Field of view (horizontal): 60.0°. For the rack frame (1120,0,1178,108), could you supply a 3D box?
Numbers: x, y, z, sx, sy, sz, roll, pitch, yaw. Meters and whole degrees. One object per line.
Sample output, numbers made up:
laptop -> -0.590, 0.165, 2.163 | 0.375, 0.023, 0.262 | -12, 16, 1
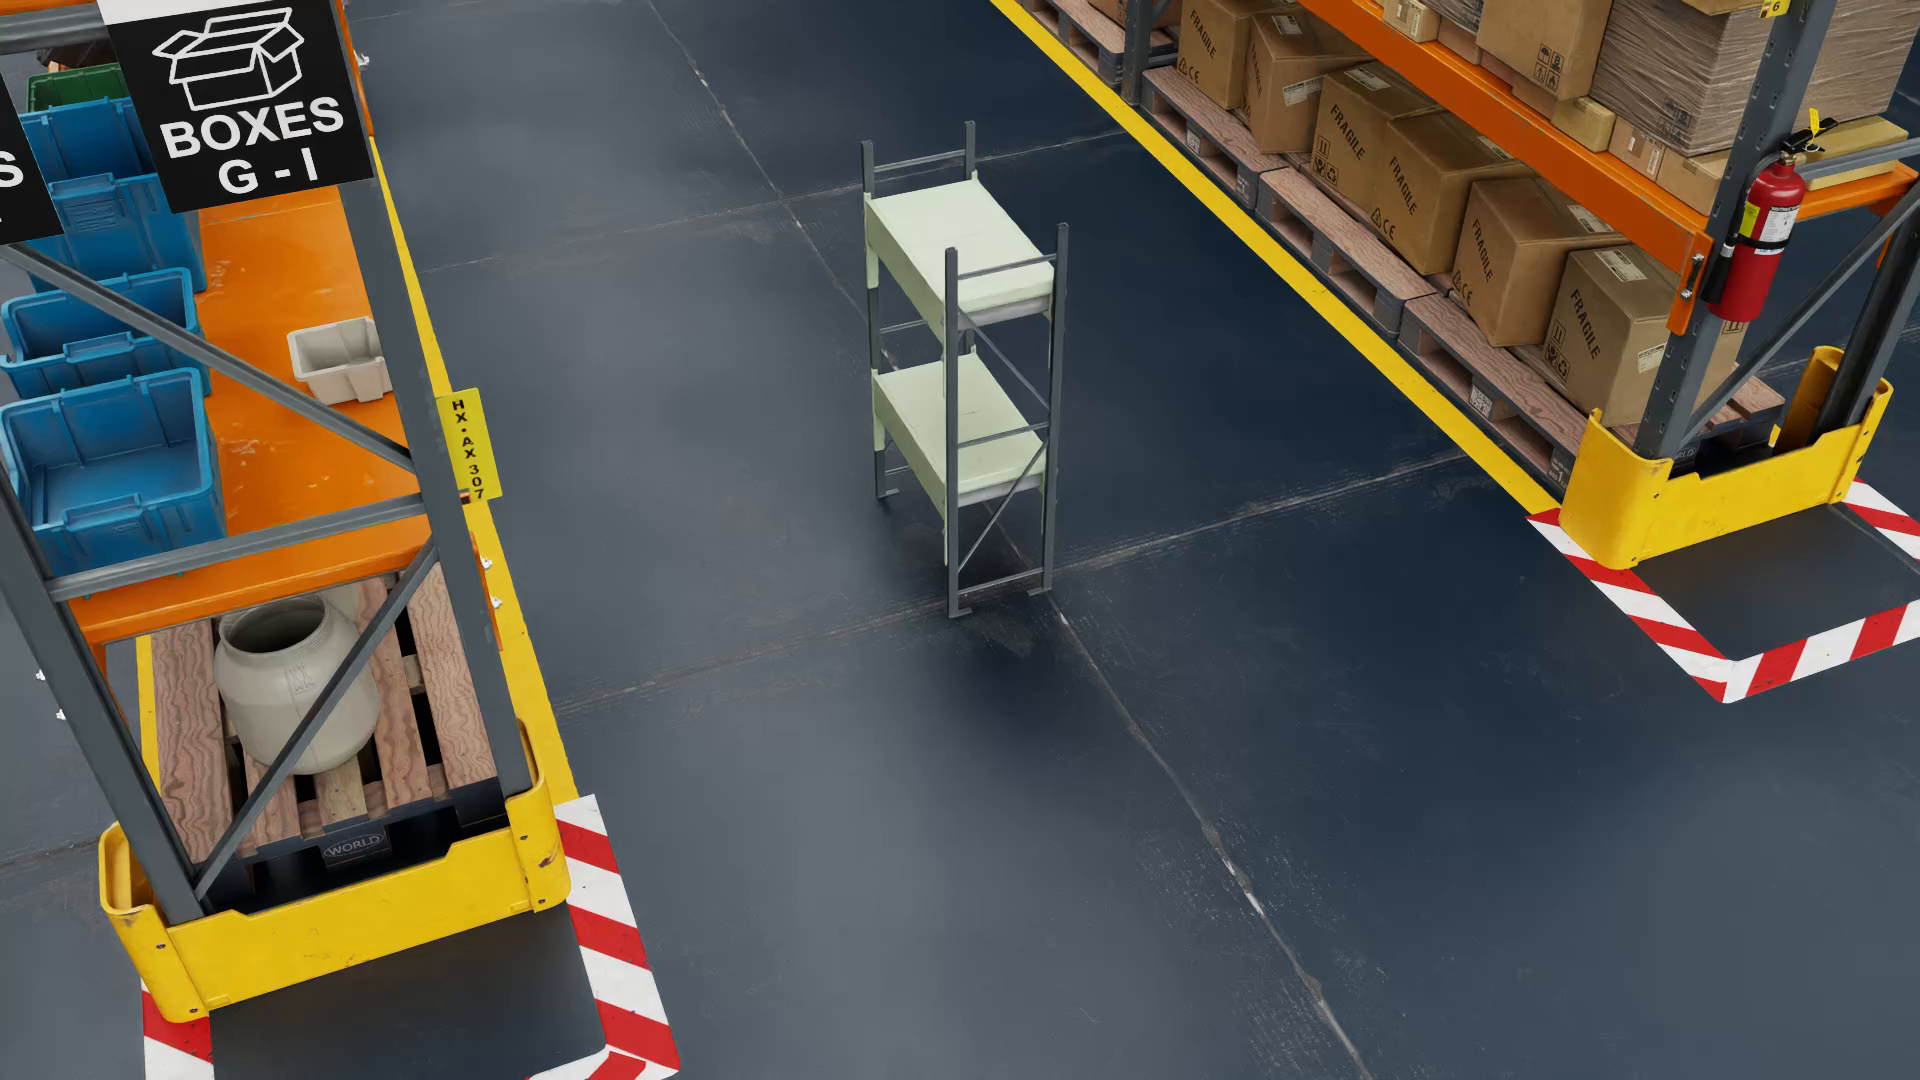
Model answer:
rack frame -> 1.357, -3.627, 8.167 | 1.000, 3.000, 0.127 | -15, 43, -17

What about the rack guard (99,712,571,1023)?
rack guard -> -1.761, 0.932, 4.783 | 1.175, 0.500, 0.348 | -15, 43, -17

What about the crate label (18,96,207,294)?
crate label -> -2.642, -1.037, 5.128 | 0.502, 0.435, 0.616 | -15, 43, -17

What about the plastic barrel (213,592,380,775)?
plastic barrel -> -2.011, 0.425, 5.041 | 0.421, 0.512, 0.421 | 0, 41, 0

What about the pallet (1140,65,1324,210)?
pallet -> 1.647, -2.174, 8.616 | 1.003, 0.211, 1.213 | -15, 43, -17

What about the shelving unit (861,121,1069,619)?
shelving unit -> 0.003, -0.565, 5.756 | 0.431, 1.500, 0.755 | -15, 43, -17

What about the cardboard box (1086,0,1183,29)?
cardboard box -> 1.142, -3.221, 9.275 | 0.700, 0.500, 0.500 | -18, 44, -20

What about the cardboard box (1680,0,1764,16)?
cardboard box -> 2.449, -2.017, 5.223 | 0.500, 0.500, 0.500 | -15, 43, -17

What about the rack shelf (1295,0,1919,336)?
rack shelf -> 2.123, -2.150, 7.001 | 1.077, 0.370, 4.000 | -15, 43, -17

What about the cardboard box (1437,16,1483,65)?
cardboard box -> 2.095, -1.991, 6.458 | 0.380, 0.149, 0.250 | -15, 43, -17

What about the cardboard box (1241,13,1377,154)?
cardboard box -> 1.700, -2.244, 8.155 | 0.500, 0.500, 0.500 | -3, 41, -3

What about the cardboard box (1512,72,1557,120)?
cardboard box -> 2.268, -1.685, 6.102 | 0.380, 0.149, 0.250 | -15, 43, -17

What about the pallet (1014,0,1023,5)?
pallet -> 0.587, -3.774, 10.477 | 1.003, 0.211, 1.213 | -15, 43, -17

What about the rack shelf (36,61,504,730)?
rack shelf -> -2.453, -0.914, 5.564 | 1.077, 0.370, 4.000 | -15, 43, -17

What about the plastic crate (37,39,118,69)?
plastic crate -> -3.136, -2.021, 6.347 | 0.767, 0.338, 0.504 | -15, 43, -17

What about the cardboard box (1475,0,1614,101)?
cardboard box -> 2.401, -1.978, 5.944 | 0.875, 0.500, 0.500 | -15, 43, -17

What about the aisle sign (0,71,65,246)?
aisle sign -> -1.935, -0.850, 2.944 | 0.394, 0.787, 0.004 | -15, 43, -17

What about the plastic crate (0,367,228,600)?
plastic crate -> -2.156, -0.152, 4.241 | 0.499, 0.251, 0.616 | -15, 43, -17

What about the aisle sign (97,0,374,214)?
aisle sign -> -1.390, -0.997, 3.115 | 0.394, 0.787, 0.004 | -15, 43, -17

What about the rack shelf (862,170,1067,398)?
rack shelf -> 0.003, -0.861, 5.502 | 0.431, 0.370, 0.720 | -15, 43, -17

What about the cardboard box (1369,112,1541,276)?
cardboard box -> 2.182, -1.543, 7.338 | 0.500, 0.500, 0.500 | -11, 42, -13

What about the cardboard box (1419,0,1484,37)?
cardboard box -> 2.249, -2.290, 6.307 | 0.875, 0.500, 0.500 | -15, 43, -17

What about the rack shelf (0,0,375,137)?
rack shelf -> -2.453, -2.051, 4.586 | 1.077, 0.370, 4.000 | -15, 43, -17

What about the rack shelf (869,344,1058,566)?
rack shelf -> 0.003, -0.317, 5.969 | 0.431, 0.370, 0.720 | -15, 43, -17

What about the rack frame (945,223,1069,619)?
rack frame -> 0.143, -0.344, 5.500 | 0.400, 1.500, 0.023 | -15, 43, -17

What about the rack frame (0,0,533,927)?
rack frame -> -1.688, 0.018, 3.928 | 1.000, 3.000, 0.127 | -15, 43, -17

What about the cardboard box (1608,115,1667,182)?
cardboard box -> 2.493, -1.393, 5.762 | 0.380, 0.149, 0.250 | -15, 43, -17

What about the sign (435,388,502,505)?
sign -> -1.178, -0.221, 3.995 | 0.100, 0.325, 0.005 | -15, 43, -17

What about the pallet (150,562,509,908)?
pallet -> -2.067, 0.551, 5.448 | 1.003, 0.211, 1.213 | -15, 43, -17

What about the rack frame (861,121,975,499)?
rack frame -> -0.137, -0.785, 6.013 | 0.400, 1.500, 0.023 | -15, 43, -17

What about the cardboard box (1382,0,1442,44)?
cardboard box -> 1.917, -2.120, 6.607 | 0.380, 0.149, 0.250 | -15, 43, -17

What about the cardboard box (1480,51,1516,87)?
cardboard box -> 2.211, -1.846, 6.289 | 0.380, 0.149, 0.250 | -15, 43, -17

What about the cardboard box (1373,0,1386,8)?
cardboard box -> 1.886, -2.288, 6.802 | 0.380, 0.149, 0.250 | -15, 43, -17

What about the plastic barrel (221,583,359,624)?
plastic barrel -> -2.202, 0.123, 5.393 | 0.421, 0.512, 0.421 | 0, 41, 0

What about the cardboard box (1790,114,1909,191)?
cardboard box -> 2.999, -1.353, 5.716 | 0.380, 0.149, 0.250 | -15, 43, -17

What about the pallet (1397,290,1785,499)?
pallet -> 2.581, -0.704, 6.907 | 1.003, 0.211, 1.213 | -15, 43, -17

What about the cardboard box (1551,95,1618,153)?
cardboard box -> 2.350, -1.531, 5.922 | 0.380, 0.149, 0.250 | -15, 43, -17

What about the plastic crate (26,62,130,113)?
plastic crate -> -2.960, -1.423, 5.767 | 0.450, 0.188, 0.662 | -15, 43, -17

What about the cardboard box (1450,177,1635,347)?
cardboard box -> 2.404, -1.161, 6.894 | 0.500, 0.500, 0.500 | -5, 41, -6

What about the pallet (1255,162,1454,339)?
pallet -> 2.118, -1.438, 7.760 | 1.003, 0.211, 1.213 | -15, 43, -17

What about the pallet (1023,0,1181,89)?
pallet -> 1.058, -3.038, 9.621 | 1.003, 0.211, 1.213 | -15, 43, -17

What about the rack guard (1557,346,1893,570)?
rack guard -> 2.859, -0.315, 6.233 | 1.175, 0.500, 0.348 | -15, 43, -17

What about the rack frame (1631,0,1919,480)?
rack frame -> 2.888, -1.217, 5.365 | 1.000, 3.000, 0.127 | -15, 43, -17

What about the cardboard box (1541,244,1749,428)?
cardboard box -> 2.664, -0.809, 6.486 | 0.500, 0.500, 0.500 | -8, 41, -9

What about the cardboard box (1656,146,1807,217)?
cardboard box -> 2.588, -1.242, 5.587 | 0.380, 0.149, 0.250 | -15, 43, -17

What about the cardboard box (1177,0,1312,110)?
cardboard box -> 1.473, -2.588, 8.554 | 0.500, 0.500, 0.500 | -16, 43, -18

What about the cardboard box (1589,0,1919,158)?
cardboard box -> 2.703, -1.706, 5.629 | 0.875, 0.500, 0.500 | -15, 43, -17

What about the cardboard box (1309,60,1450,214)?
cardboard box -> 2.010, -1.890, 7.742 | 0.500, 0.500, 0.500 | -19, 44, -21

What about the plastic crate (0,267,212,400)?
plastic crate -> -2.399, -0.545, 4.697 | 0.499, 0.251, 0.408 | -15, 43, -17

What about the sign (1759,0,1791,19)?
sign -> 2.367, -1.650, 4.738 | 0.100, 0.325, 0.005 | -15, 43, -17

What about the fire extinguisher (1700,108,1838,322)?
fire extinguisher -> 2.506, -1.004, 5.177 | 0.296, 0.674, 0.183 | -15, 43, -17

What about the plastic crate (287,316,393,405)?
plastic crate -> -1.733, -0.501, 4.735 | 0.298, 0.136, 0.250 | -15, 43, -17
